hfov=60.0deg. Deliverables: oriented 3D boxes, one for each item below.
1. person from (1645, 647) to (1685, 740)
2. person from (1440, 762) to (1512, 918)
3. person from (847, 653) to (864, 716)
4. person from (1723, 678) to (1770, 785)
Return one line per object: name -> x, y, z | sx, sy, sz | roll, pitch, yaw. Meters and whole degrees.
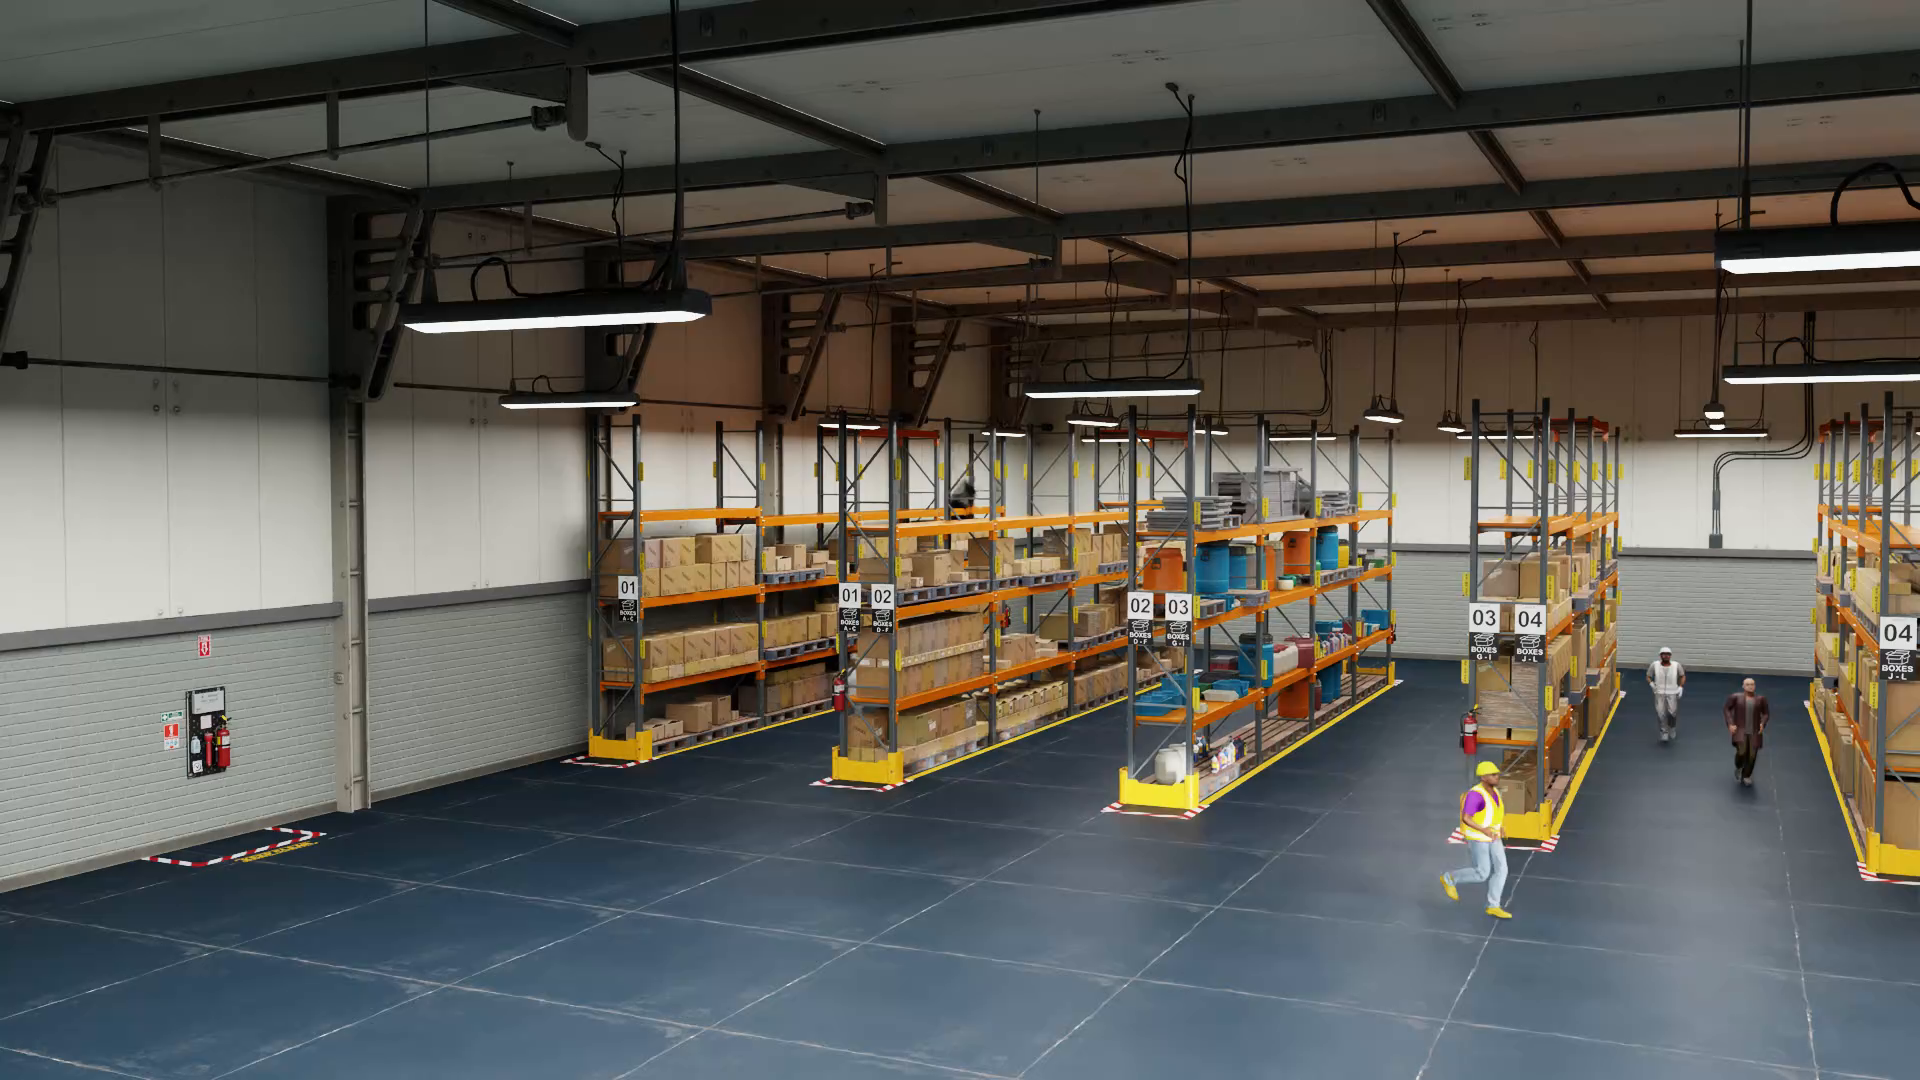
person -> 13.058, 2.854, 30.811 | 0.679, 1.740, 0.573 | 1, 3, 25
person -> 5.886, 3.360, 18.813 | 0.688, 1.734, 0.781 | -2, 3, -42
person -> -1.927, 2.906, 30.588 | 0.573, 1.678, 0.616 | 1, 3, 21
person -> 12.550, 3.055, 26.497 | 0.660, 1.715, 0.653 | 1, 2, 15
